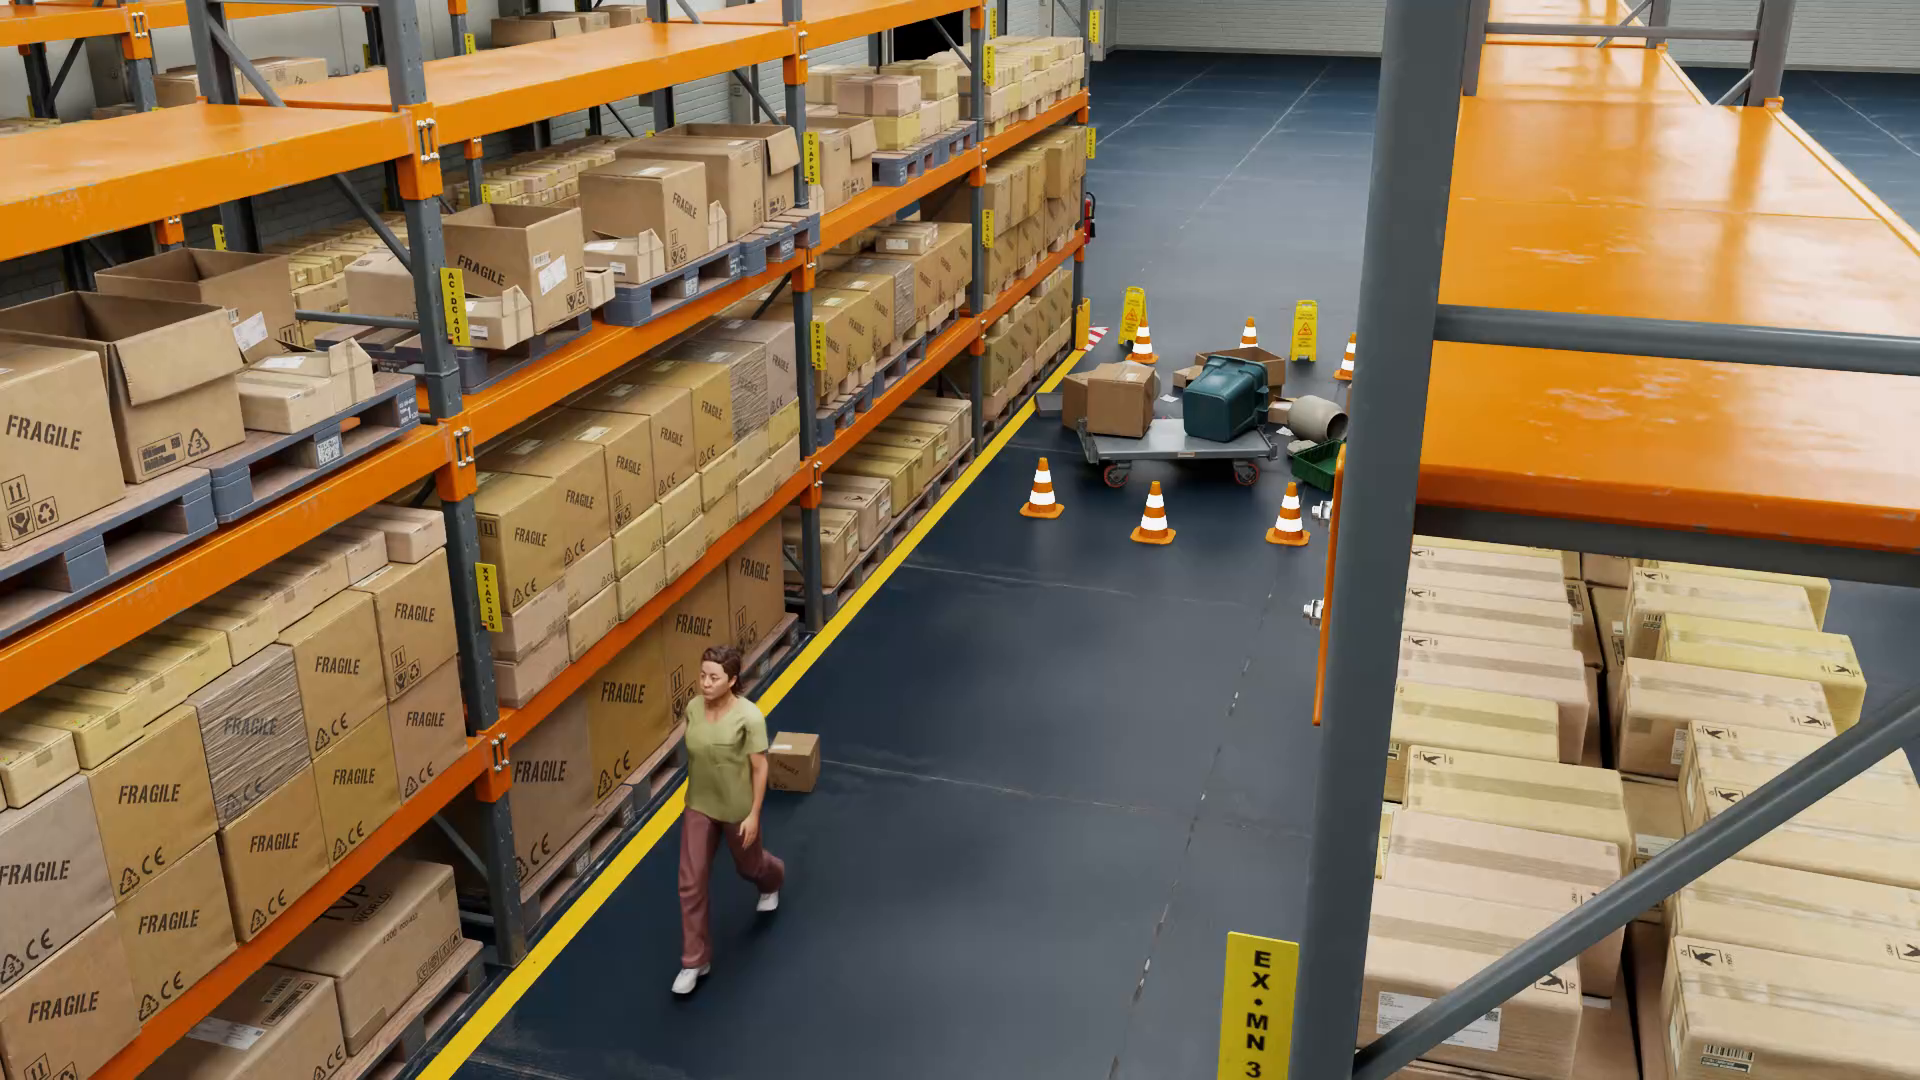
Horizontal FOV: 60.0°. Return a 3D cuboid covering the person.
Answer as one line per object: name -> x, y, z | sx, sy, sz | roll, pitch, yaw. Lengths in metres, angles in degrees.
person -> -1.114, 1.266, 7.967 | 0.447, 1.629, 0.968 | 6, 23, 15
